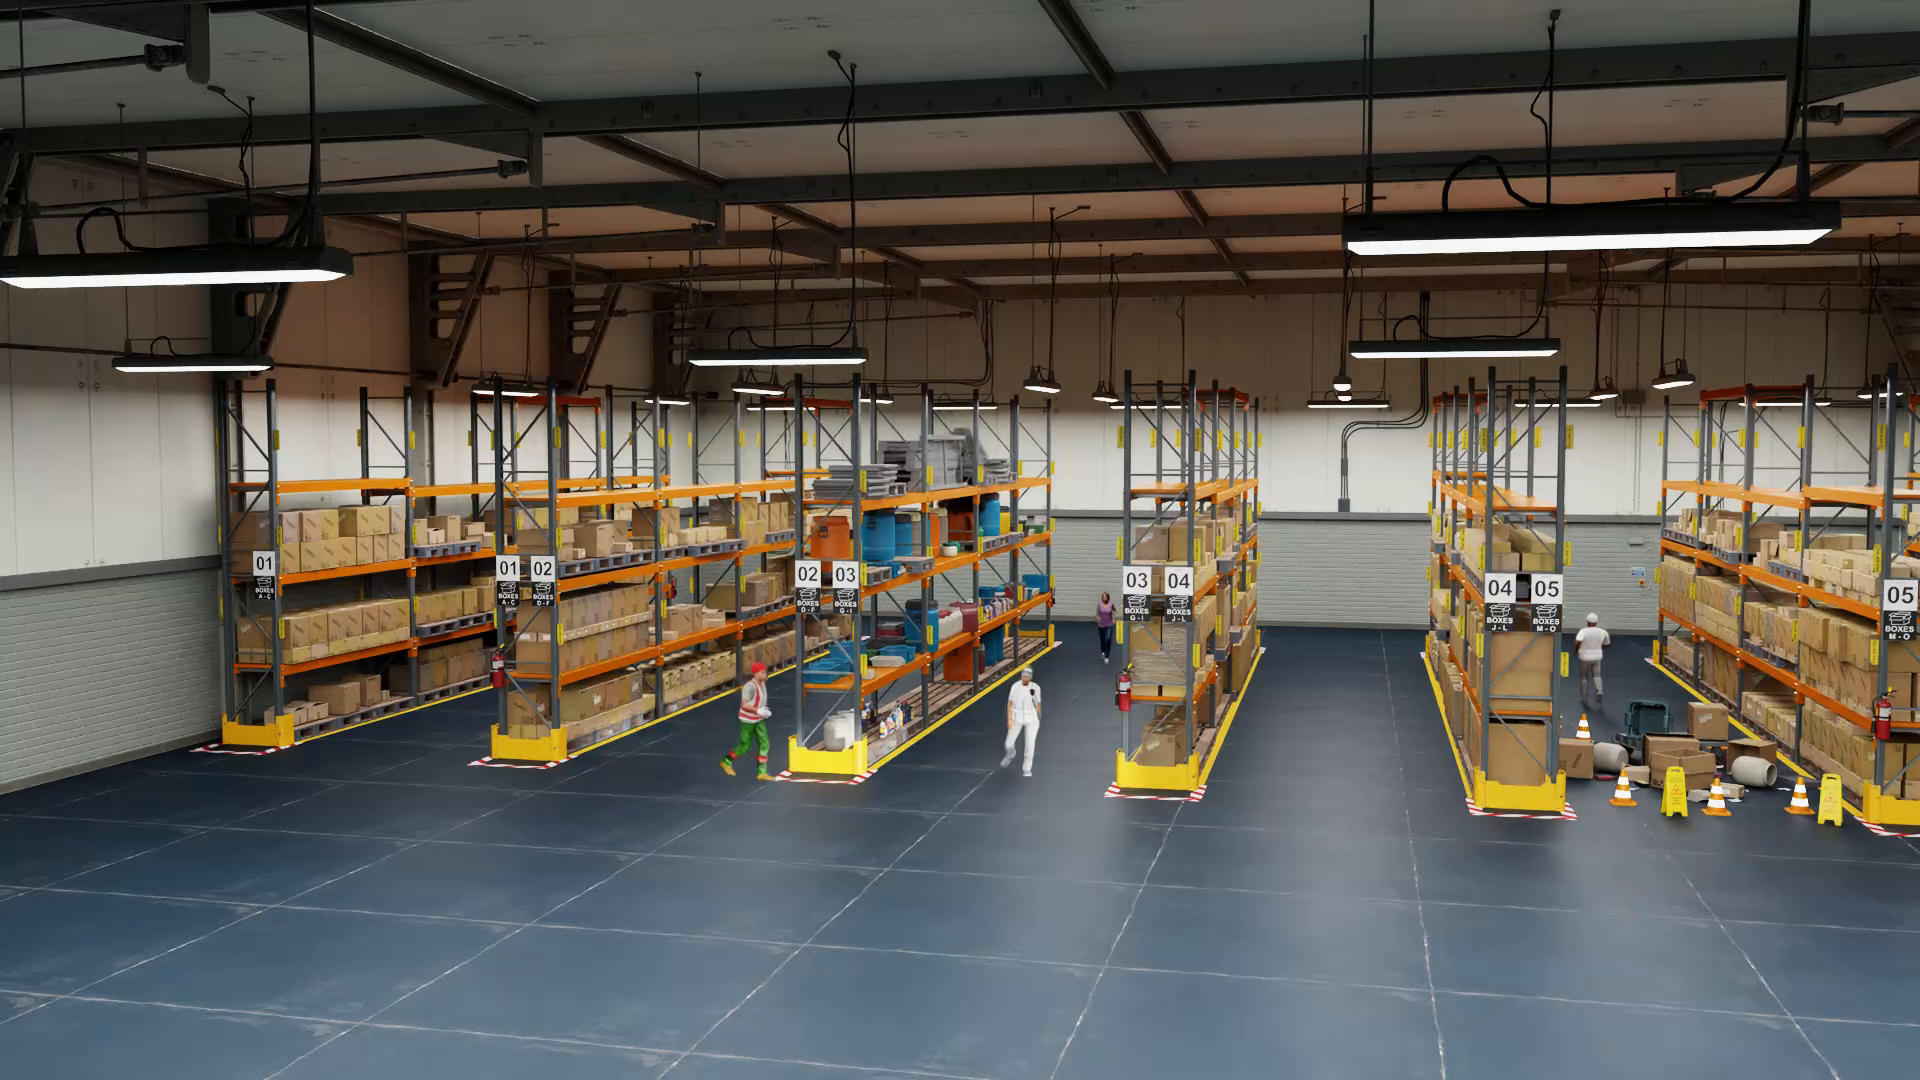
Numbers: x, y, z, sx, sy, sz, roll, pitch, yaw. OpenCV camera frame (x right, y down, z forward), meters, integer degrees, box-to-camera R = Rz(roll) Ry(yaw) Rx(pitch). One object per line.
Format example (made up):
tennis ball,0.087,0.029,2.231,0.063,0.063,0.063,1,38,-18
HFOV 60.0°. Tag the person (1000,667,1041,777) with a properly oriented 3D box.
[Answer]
person,0.895,2.683,24.848,0.641,1.631,0.629,0,3,8

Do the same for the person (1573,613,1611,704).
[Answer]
person,11.882,2.245,31.288,0.697,1.746,0.931,1,3,9

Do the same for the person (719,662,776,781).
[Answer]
person,-3.127,2.660,24.485,0.925,1.752,0.660,2,4,26

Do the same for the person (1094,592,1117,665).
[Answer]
person,3.272,1.959,37.434,0.503,1.607,0.851,0,3,8
